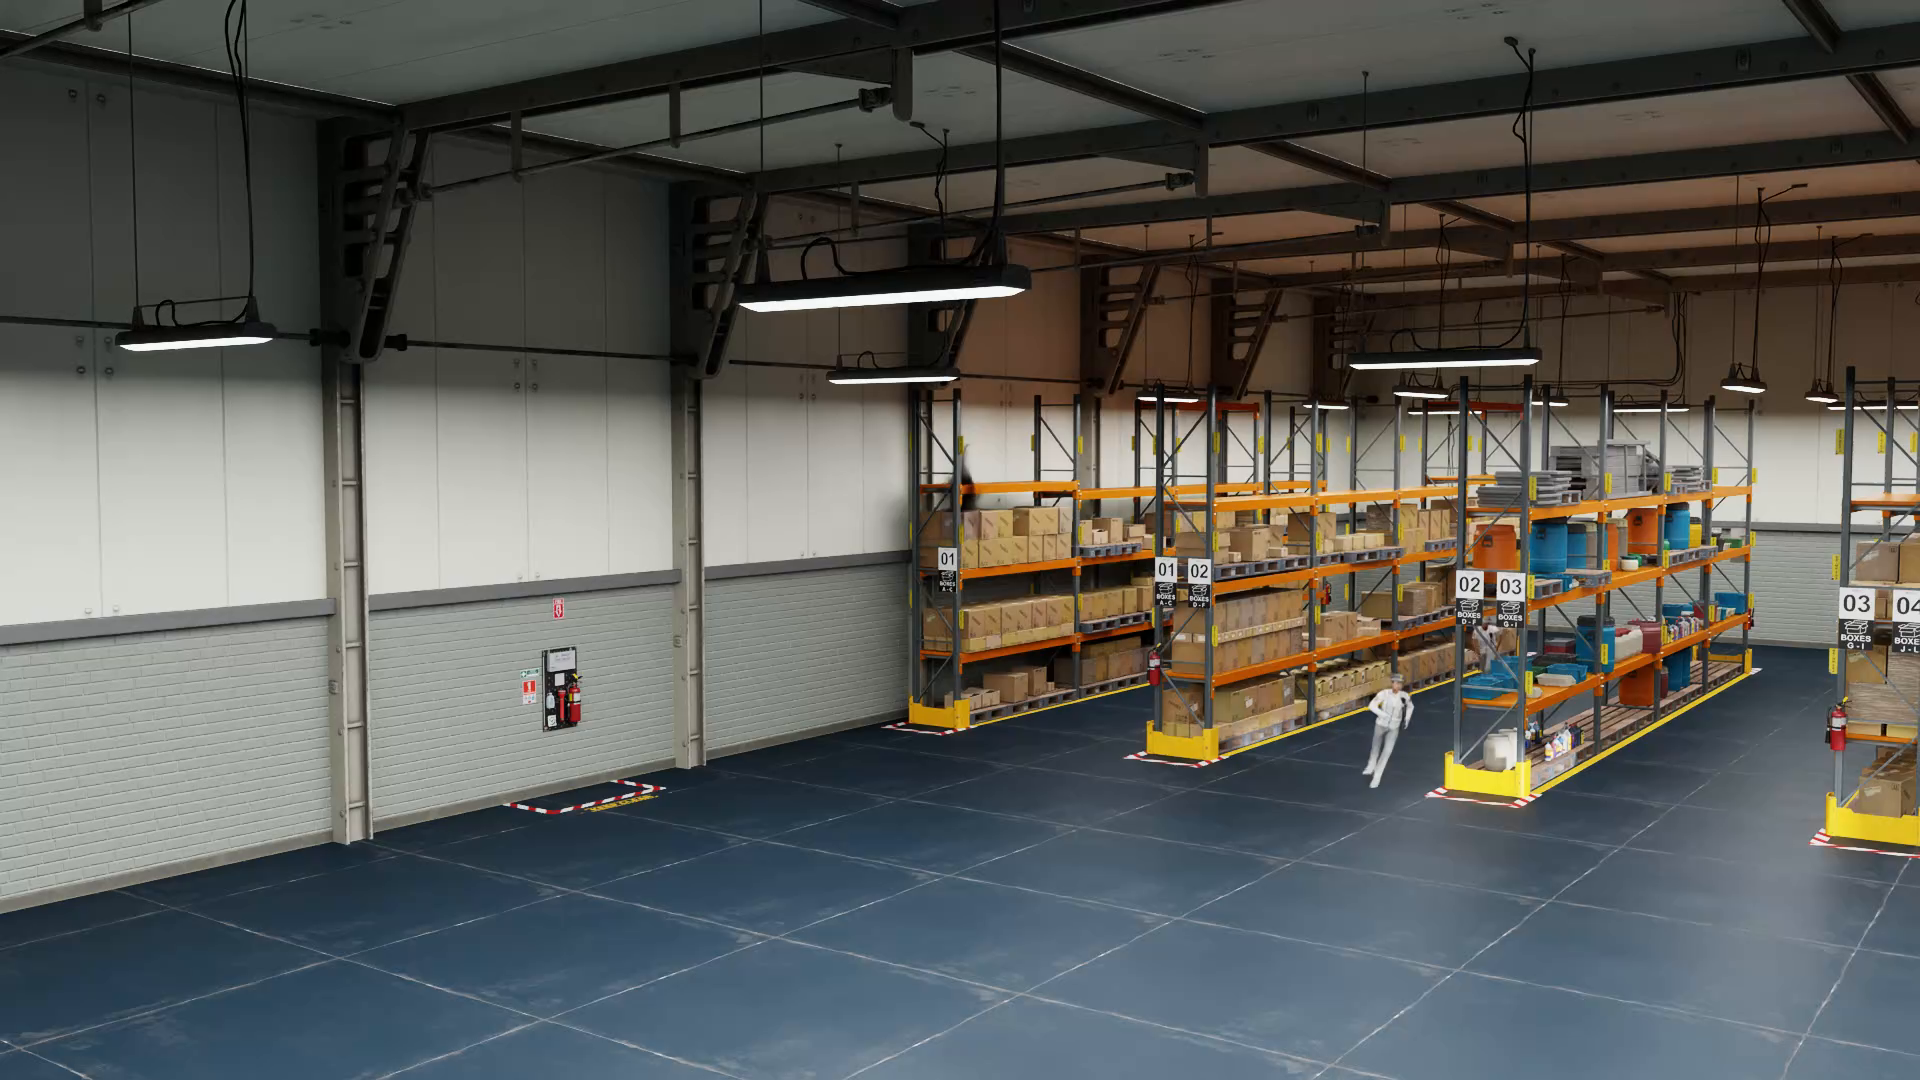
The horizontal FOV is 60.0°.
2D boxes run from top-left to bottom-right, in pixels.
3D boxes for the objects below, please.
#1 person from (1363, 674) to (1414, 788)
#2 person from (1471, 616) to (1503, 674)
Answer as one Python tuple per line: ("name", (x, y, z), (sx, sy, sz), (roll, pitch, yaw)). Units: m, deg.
("person", (6.352, 2.781, 24.626), (0.720, 1.645, 0.946), (1, 3, 12))
("person", (10.632, 2.313, 33.558), (0.601, 1.635, 0.959), (1, 3, 18))
